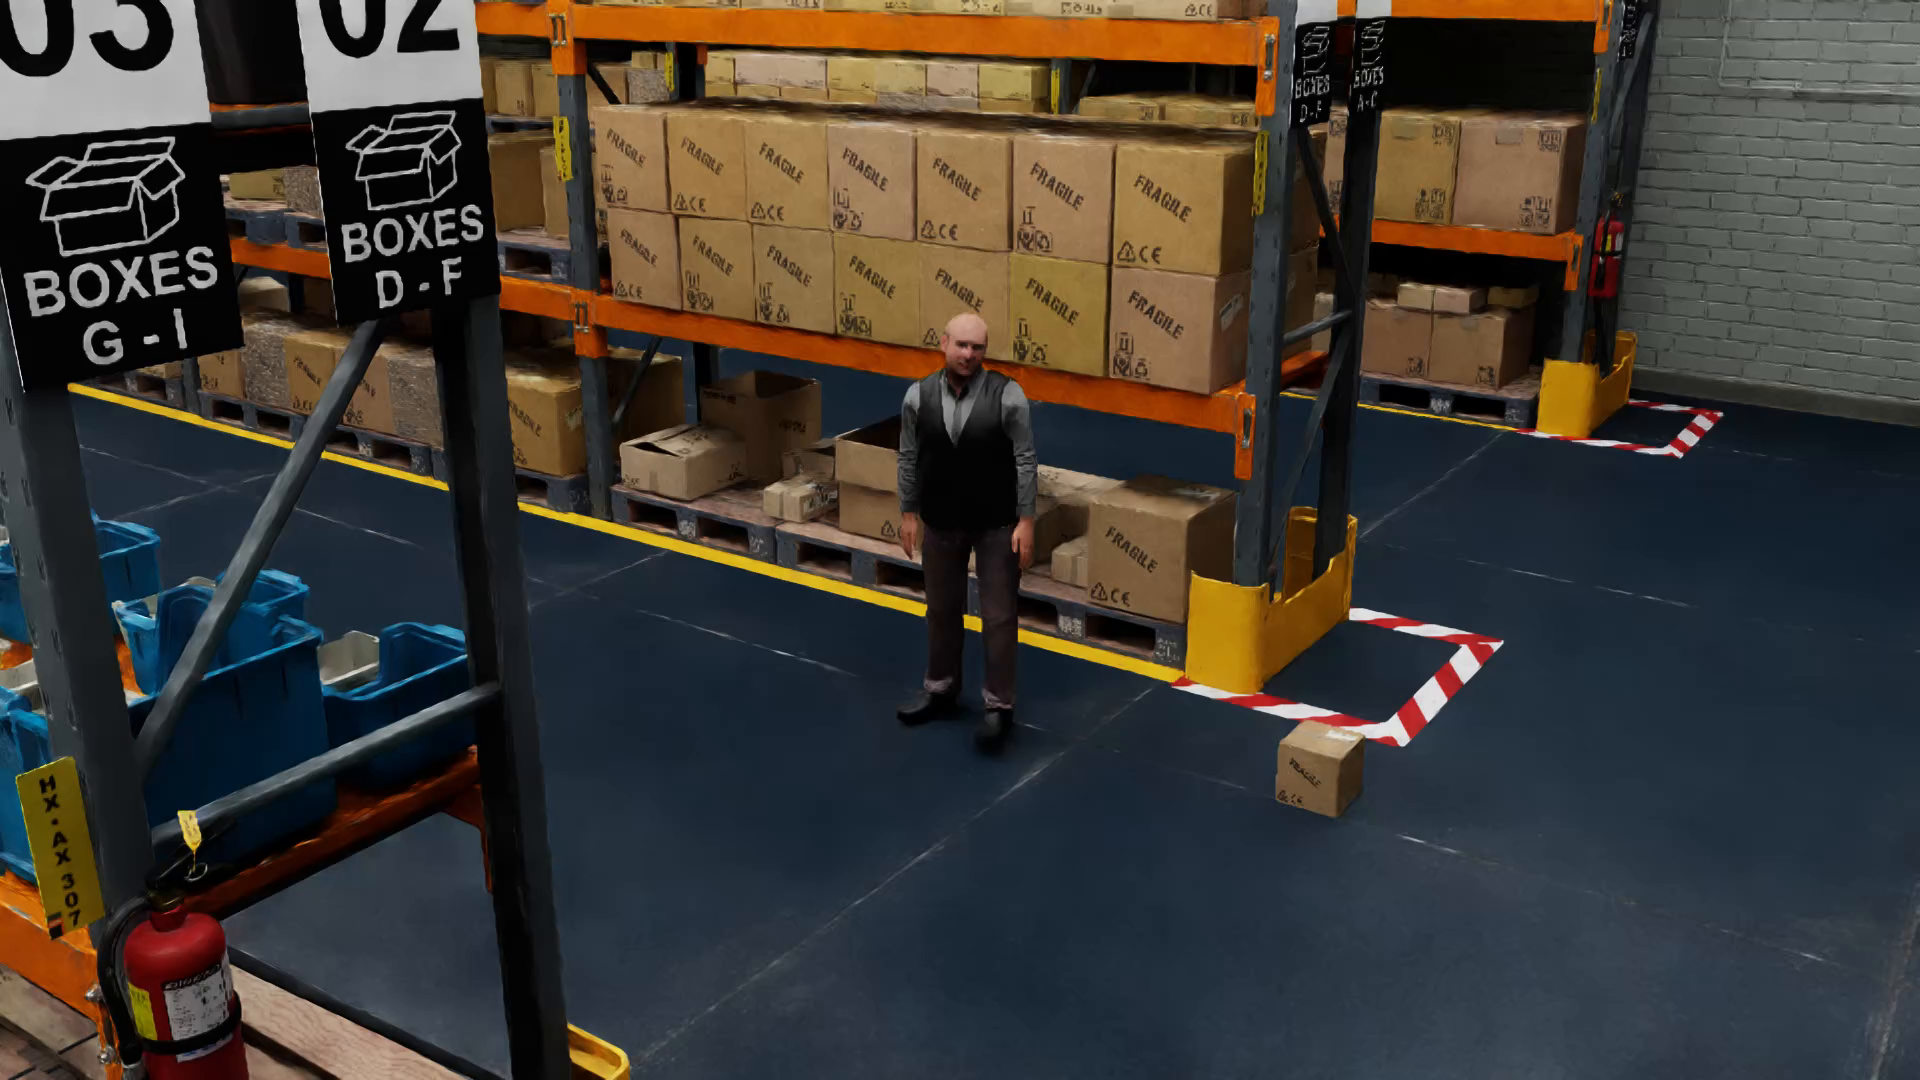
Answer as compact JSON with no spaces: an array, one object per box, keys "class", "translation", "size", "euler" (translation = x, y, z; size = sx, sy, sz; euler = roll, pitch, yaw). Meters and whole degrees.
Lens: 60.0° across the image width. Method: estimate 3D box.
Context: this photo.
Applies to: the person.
[{"class":"person","translation":[0.012,-0.041,6.639],"size":[0.588,1.730,0.470],"euler":[6,21,16]}]
